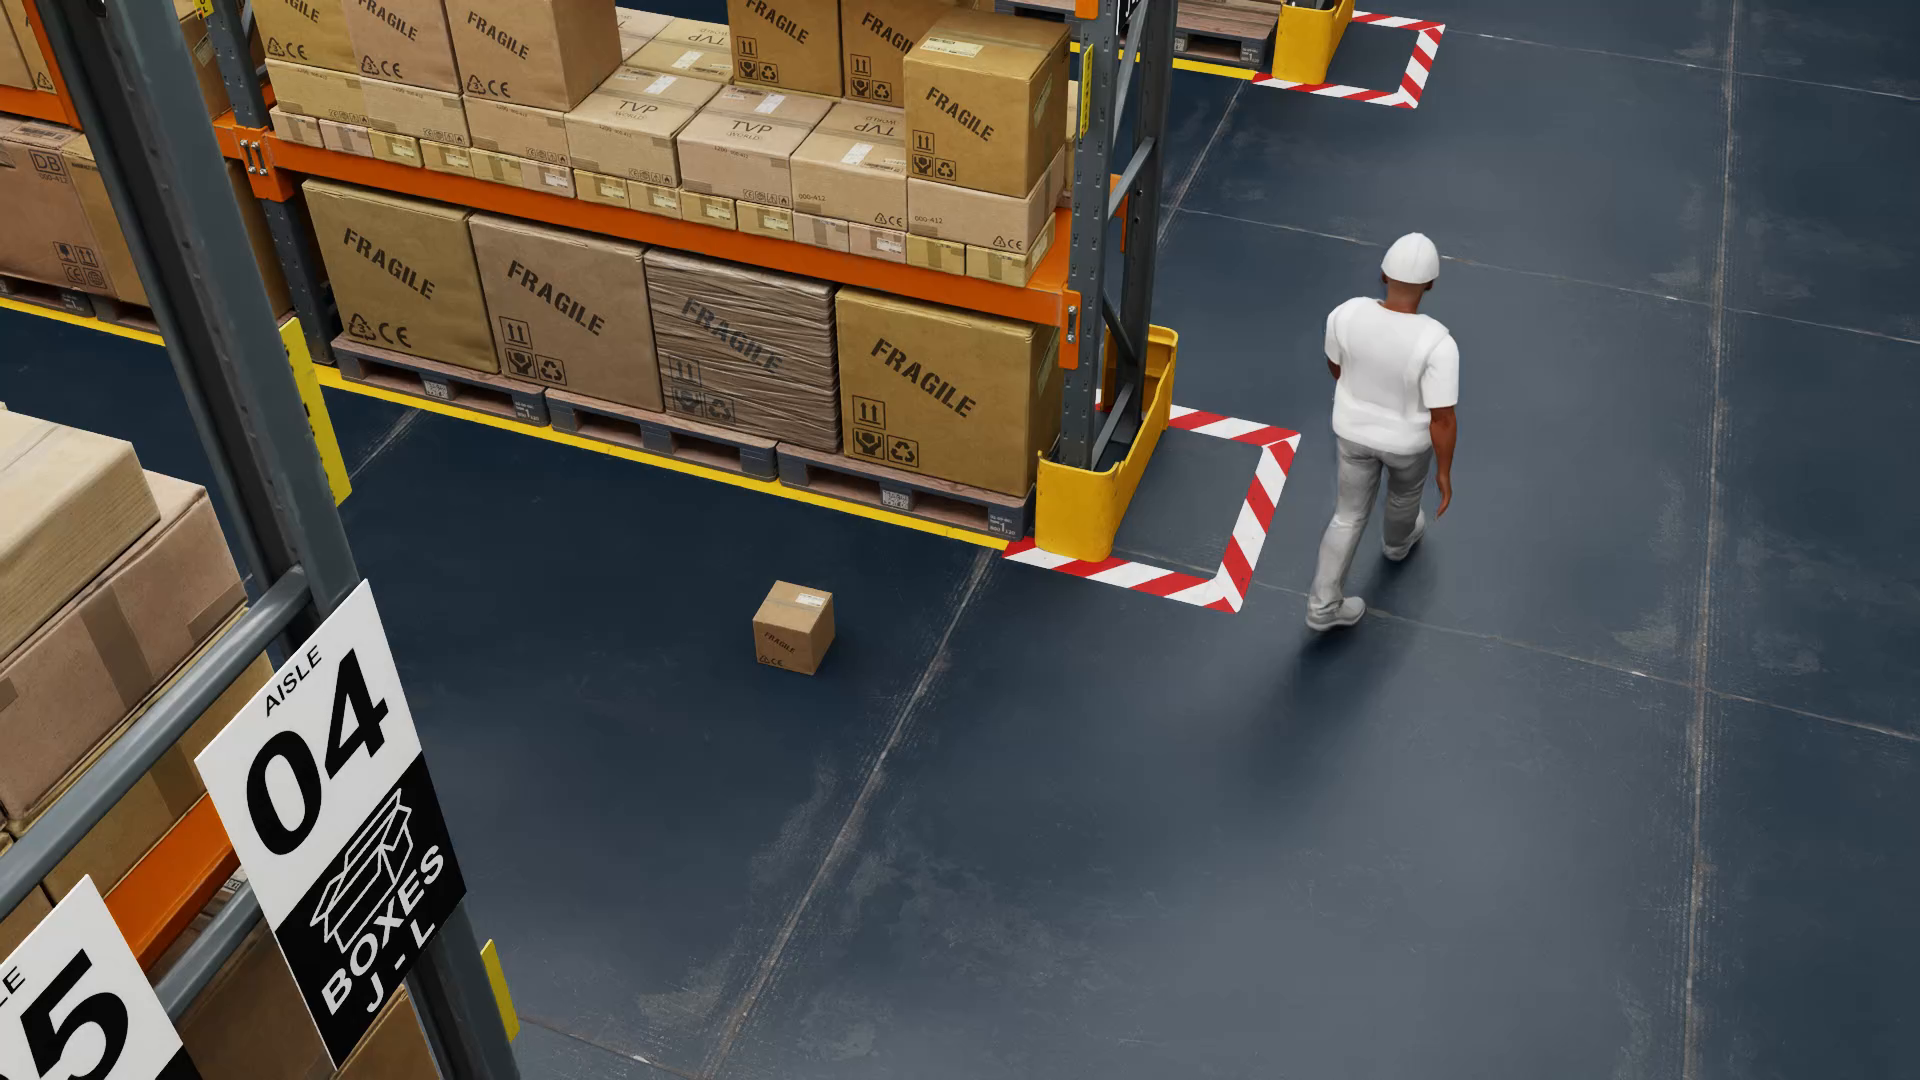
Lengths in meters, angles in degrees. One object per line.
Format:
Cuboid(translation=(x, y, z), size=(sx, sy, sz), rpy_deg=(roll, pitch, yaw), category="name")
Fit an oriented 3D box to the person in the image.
Cuboid(translation=(1.750, -0.468, 6.687), size=(0.657, 1.727, 0.983), rpy_deg=(22, 46, 23), category="person")
